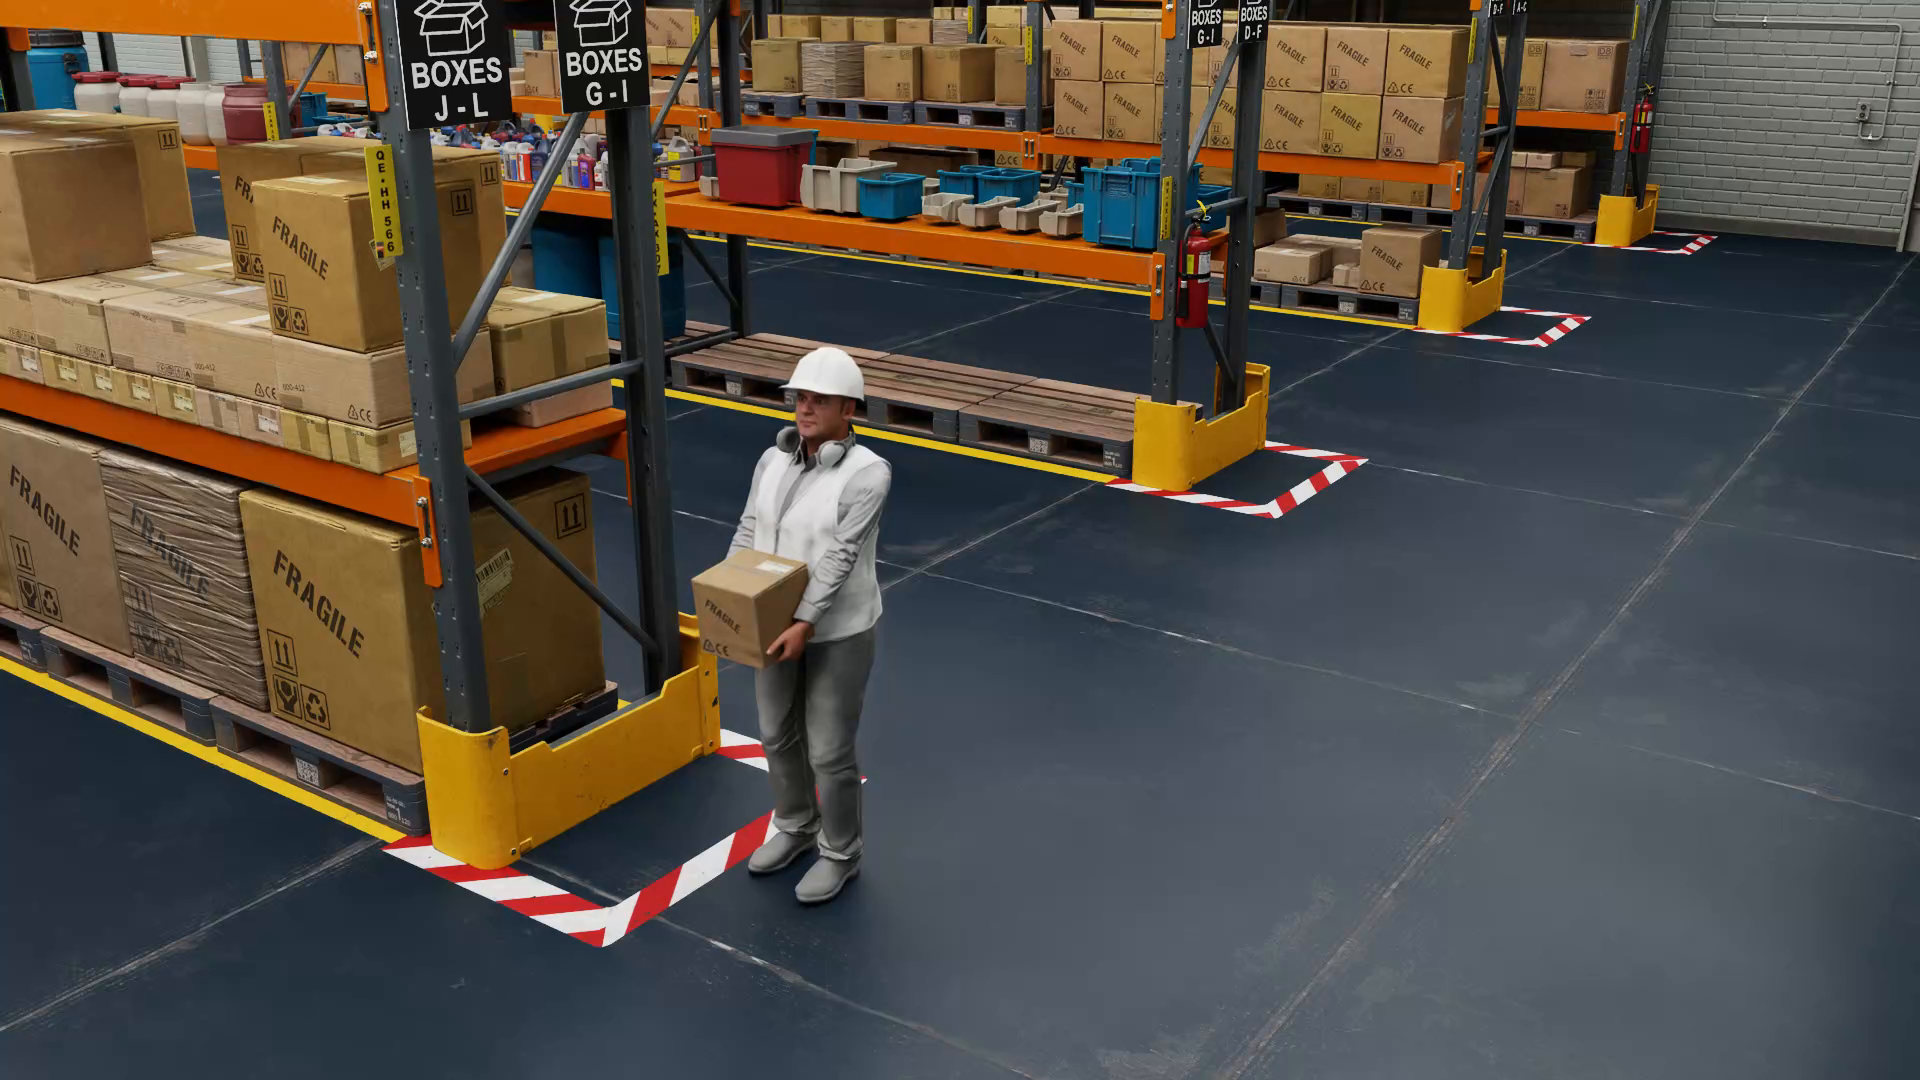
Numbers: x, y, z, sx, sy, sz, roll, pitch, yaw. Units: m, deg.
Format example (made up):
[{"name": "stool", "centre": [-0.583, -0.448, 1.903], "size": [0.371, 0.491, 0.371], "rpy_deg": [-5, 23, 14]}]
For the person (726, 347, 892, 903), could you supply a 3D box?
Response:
[{"name": "person", "centre": [-0.504, 0.290, 5.234], "size": [0.494, 1.762, 0.563], "rpy_deg": [13, 24, 33]}]
